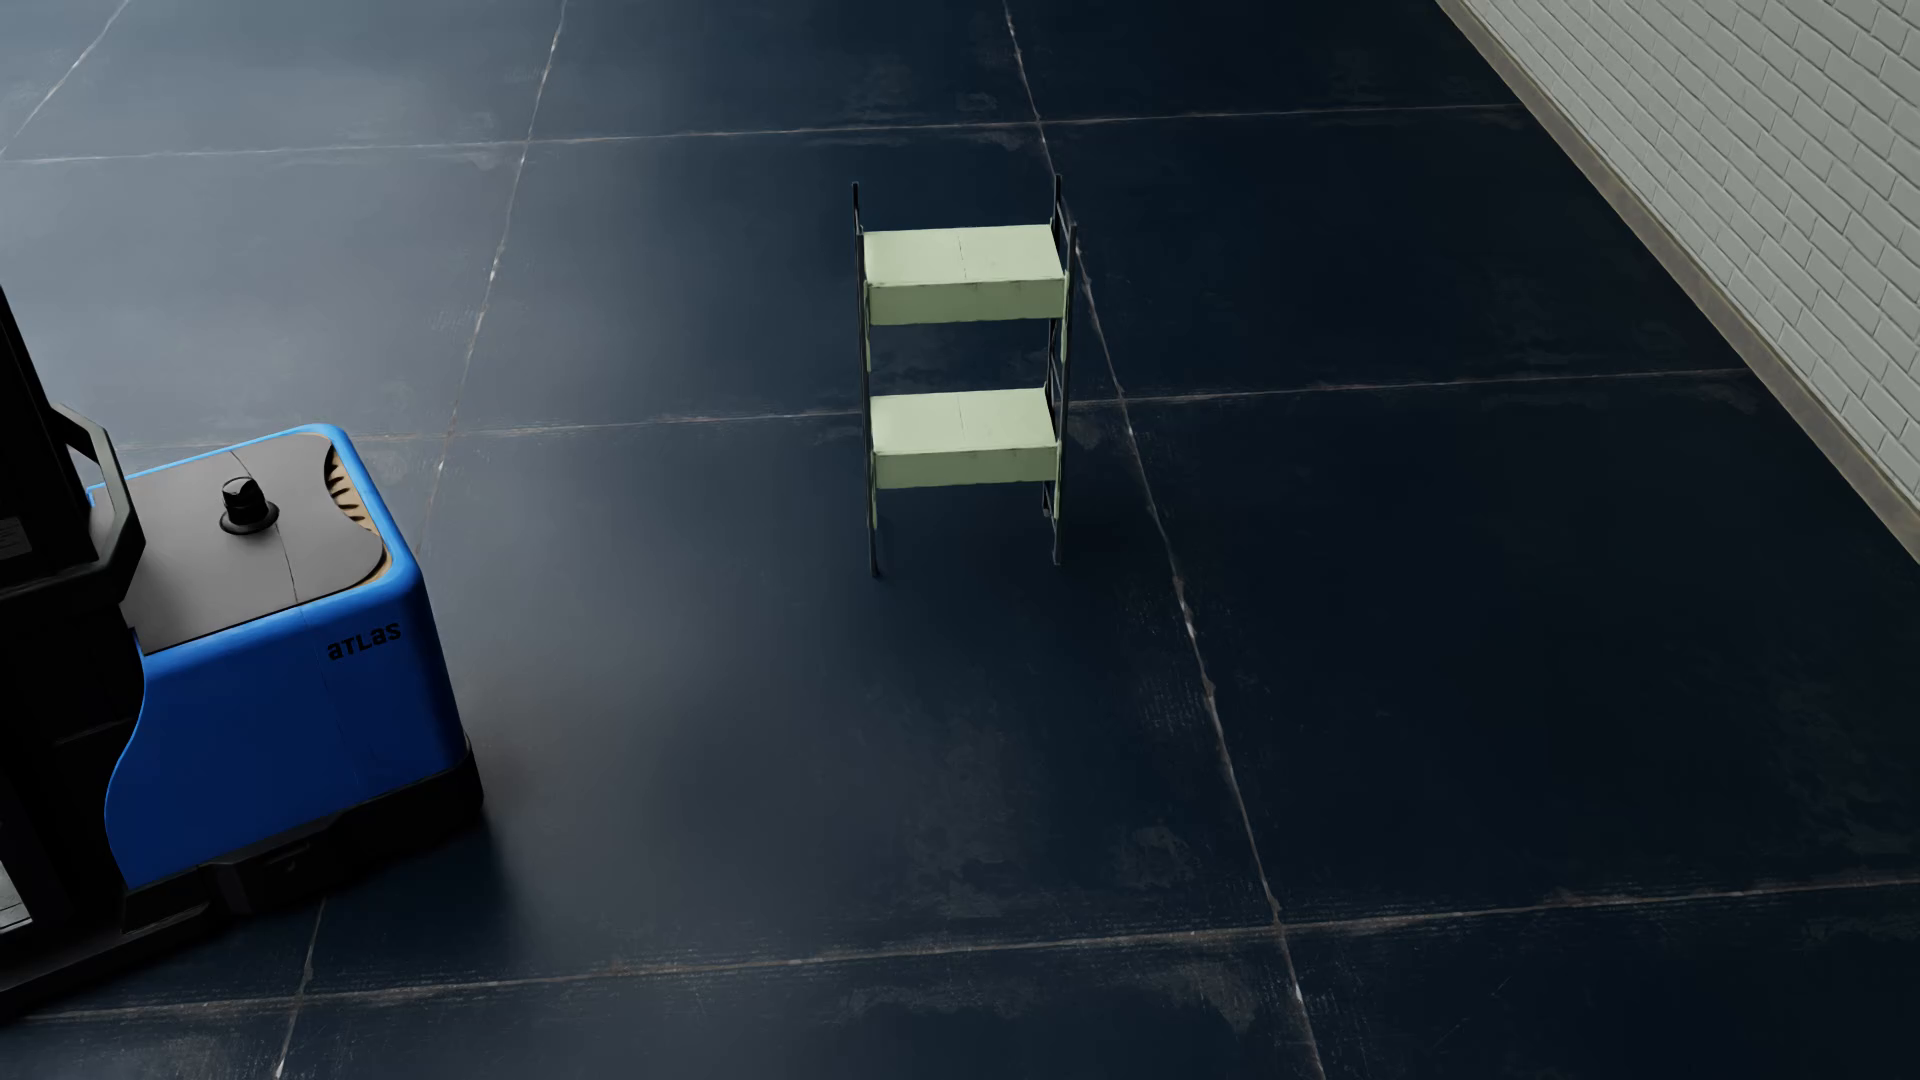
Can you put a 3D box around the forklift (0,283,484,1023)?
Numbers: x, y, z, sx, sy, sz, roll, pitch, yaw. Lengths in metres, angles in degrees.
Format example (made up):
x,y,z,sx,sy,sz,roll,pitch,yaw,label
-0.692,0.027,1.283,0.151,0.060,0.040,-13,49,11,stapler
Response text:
x,y,z,sx,sy,sz,roll,pitch,yaw,label
-3.114,0.005,4.377,3.031,2.935,1.130,-20,43,-24,forklift

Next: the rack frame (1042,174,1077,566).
x,y,z,sx,sy,sz,roll,pitch,yaw,label
0.371,-0.609,6.311,0.023,1.500,0.400,-3,38,-4,rack frame

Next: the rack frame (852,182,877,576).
x,y,z,sx,sy,sz,roll,pitch,yaw,label
-0.358,-0.569,6.260,0.023,1.500,0.400,-3,38,-4,rack frame

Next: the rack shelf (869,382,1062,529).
x,y,z,sx,sy,sz,roll,pitch,yaw,label
0.007,-0.333,6.488,0.720,0.370,0.431,-3,38,-4,rack shelf

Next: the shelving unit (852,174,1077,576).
x,y,z,sx,sy,sz,roll,pitch,yaw,label
0.007,-0.589,6.286,0.755,1.500,0.431,-3,38,-4,shelving unit

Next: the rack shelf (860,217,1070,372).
x,y,z,sx,sy,sz,roll,pitch,yaw,label
0.007,-0.896,6.044,0.720,0.370,0.431,-3,38,-4,rack shelf
